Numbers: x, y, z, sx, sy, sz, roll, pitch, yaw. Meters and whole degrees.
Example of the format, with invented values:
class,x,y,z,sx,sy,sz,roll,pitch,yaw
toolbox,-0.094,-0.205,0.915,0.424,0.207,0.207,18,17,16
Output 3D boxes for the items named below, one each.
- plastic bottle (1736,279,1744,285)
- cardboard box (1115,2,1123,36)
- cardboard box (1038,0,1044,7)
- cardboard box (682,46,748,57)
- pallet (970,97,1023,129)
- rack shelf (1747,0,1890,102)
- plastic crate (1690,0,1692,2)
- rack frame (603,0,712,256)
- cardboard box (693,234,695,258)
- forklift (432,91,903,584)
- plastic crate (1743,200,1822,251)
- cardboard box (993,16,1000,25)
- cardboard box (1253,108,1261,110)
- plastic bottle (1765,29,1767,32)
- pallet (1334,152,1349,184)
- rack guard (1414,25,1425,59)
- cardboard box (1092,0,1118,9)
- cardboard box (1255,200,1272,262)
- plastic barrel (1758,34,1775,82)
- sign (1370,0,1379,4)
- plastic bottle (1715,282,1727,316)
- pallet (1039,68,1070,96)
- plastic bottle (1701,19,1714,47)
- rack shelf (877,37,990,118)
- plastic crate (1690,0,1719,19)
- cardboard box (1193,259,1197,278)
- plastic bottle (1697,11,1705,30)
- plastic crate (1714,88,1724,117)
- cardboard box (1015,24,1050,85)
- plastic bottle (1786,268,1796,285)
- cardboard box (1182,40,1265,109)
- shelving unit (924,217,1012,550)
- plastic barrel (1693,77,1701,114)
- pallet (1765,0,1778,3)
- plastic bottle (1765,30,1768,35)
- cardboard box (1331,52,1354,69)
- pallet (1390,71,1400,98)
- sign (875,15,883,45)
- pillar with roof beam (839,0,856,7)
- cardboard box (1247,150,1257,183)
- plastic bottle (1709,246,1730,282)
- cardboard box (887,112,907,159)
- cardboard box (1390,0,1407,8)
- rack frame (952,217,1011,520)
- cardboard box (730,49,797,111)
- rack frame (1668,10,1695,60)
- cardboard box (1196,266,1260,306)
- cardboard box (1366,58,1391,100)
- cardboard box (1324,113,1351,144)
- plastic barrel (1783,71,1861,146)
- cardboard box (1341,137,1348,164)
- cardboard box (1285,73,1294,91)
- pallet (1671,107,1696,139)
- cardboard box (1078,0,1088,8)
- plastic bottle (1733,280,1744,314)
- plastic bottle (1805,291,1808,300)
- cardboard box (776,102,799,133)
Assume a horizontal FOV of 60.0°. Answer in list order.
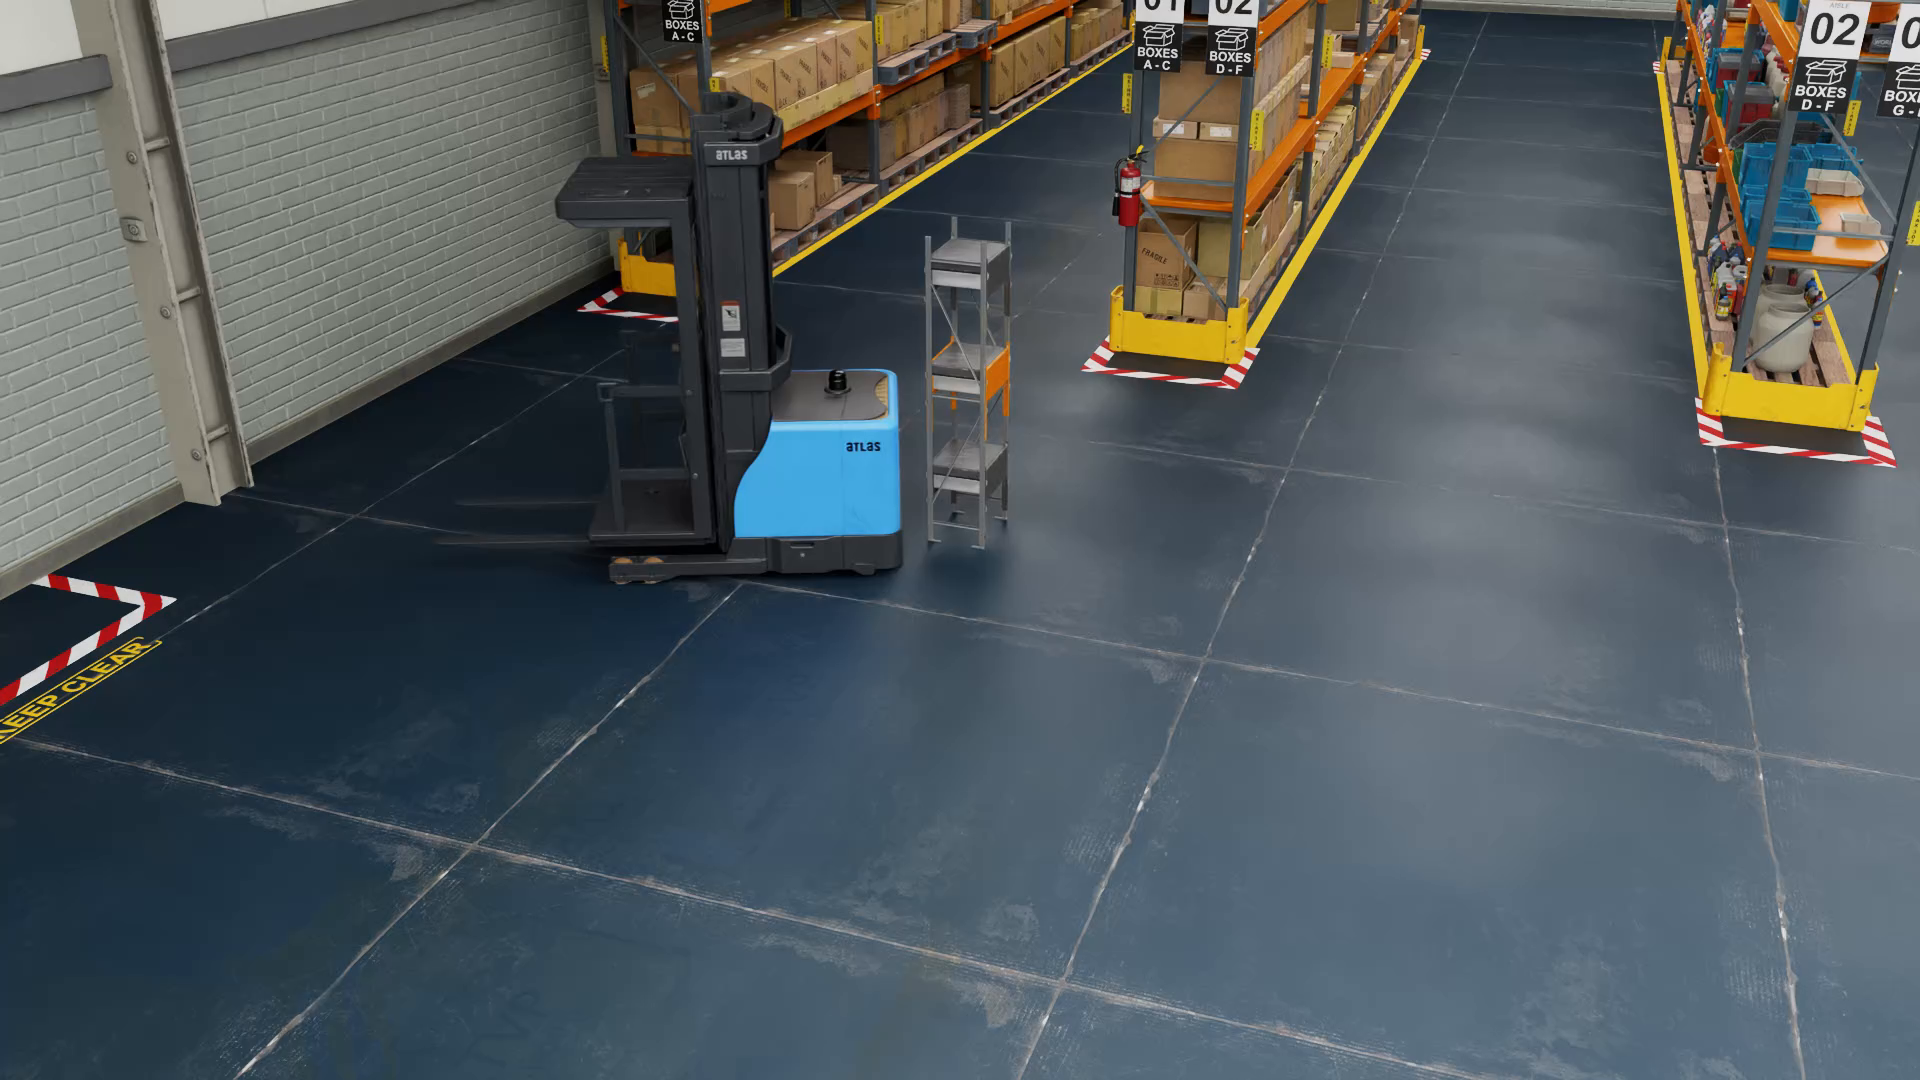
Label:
class,x,y,z,sx,sy,sz,roll,pitch,yaw
plastic bottle,7.123,-2.291,15.246,0.097,0.201,0.097,0,26,0
cardboard box,2.433,-9.082,28.952,0.700,0.500,0.500,9,27,17
cardboard box,1.028,-7.978,24.550,0.380,0.149,0.250,9,27,17
cardboard box,-2.451,-4.667,16.736,0.500,0.500,0.500,8,27,16
pallet,0.243,-6.091,23.587,1.003,0.211,1.213,9,27,17
rack shelf,7.255,-4.157,13.776,1.077,0.370,4.000,9,27,17
plastic crate,10.702,-7.642,23.838,0.437,0.125,0.590,9,27,17
rack frame,-2.753,-3.745,15.543,1.000,3.000,0.127,9,27,17
cardboard box,-2.437,-3.004,16.593,0.500,0.311,0.500,6,26,12
forklift,-1.902,-1.271,10.512,3.031,2.935,1.130,-1,26,-2
plastic crate,6.474,-2.491,13.123,0.499,0.251,0.616,9,27,17
cardboard box,0.330,-7.133,22.805,0.380,0.149,0.250,9,27,18
cardboard box,2.423,-3.707,14.604,0.380,0.149,0.250,9,27,18
plastic bottle,10.231,-6.368,21.107,0.097,0.271,0.097,0,26,0
pallet,4.271,-4.728,20.773,1.003,0.211,1.213,9,27,17
rack guard,7.219,-8.447,28.123,1.175,0.500,0.348,9,27,17
cardboard box,2.478,-9.190,28.430,0.380,0.149,0.250,9,27,19
cardboard box,2.627,-2.919,15.649,0.500,0.500,0.500,9,27,17
plastic barrel,9.383,-5.423,18.852,0.600,0.536,0.708,9,27,17
sign,5.107,-6.758,20.437,0.100,0.325,0.005,9,27,17
plastic bottle,6.809,-2.153,14.867,0.061,0.283,0.133,9,27,19
pallet,1.055,-7.093,25.658,1.003,0.211,1.213,9,27,17
plastic bottle,9.563,-6.462,21.211,0.144,0.351,0.185,9,27,17
rack shelf,-0.756,-5.887,20.792,1.077,0.370,4.000,9,27,17
plastic crate,10.417,-7.501,23.250,0.392,0.384,0.575,9,27,17
cardboard box,1.975,-2.450,15.542,0.500,0.250,0.500,9,27,17
plastic bottle,9.961,-6.948,22.306,0.097,0.271,0.097,0,26,0
plastic crate,8.234,-4.614,17.580,0.450,0.188,0.662,9,27,17
cardboard box,0.854,-7.246,24.759,0.750,0.750,0.750,10,27,19
plastic bottle,7.702,-2.414,15.406,0.061,0.283,0.133,9,27,17
cardboard box,2.275,-4.086,14.643,0.700,0.500,0.500,8,27,16
shelving unit,0.055,-1.013,10.933,0.431,2.100,0.503,9,27,17
plastic barrel,10.386,-6.263,22.670,0.600,0.901,0.708,9,27,17
pallet,7.773,-4.907,14.717,1.213,0.211,1.003,9,27,17
plastic bottle,10.219,-6.340,20.959,0.144,0.351,0.185,9,27,17
cardboard box,4.543,-5.793,20.061,0.380,0.149,0.250,9,27,17
pallet,6.143,-6.987,25.438,1.003,0.211,1.213,9,27,17
sign,-0.907,-5.703,18.594,0.100,0.325,0.005,9,27,17
pillar with roof beam,2.721,-8.700,18.892,9.100,9.000,0.400,9,27,17
cardboard box,2.258,-3.480,14.880,0.700,0.500,0.500,9,27,19
plastic bottle,7.198,-2.609,15.731,0.144,0.351,0.185,8,27,15
cardboard box,-1.068,-4.986,20.470,0.700,0.500,0.500,8,27,16
cardboard box,6.340,-8.175,24.577,0.500,0.500,0.500,9,27,19
rack frame,0.136,-1.113,11.140,0.400,2.100,0.015,9,27,17
cardboard box,-1.959,-4.590,16.576,0.500,0.500,0.500,8,27,16
rack frame,11.914,-8.884,26.156,1.000,3.000,0.127,9,27,17
cardboard box,2.471,-2.374,15.384,0.500,0.250,0.500,9,27,17
cardboard box,5.847,-6.586,23.775,0.500,0.500,0.500,9,27,18
cardboard box,4.473,-5.054,20.277,0.500,0.311,0.500,8,27,17
plastic barrel,8.335,-4.293,16.099,0.600,0.901,0.708,9,27,17
cardboard box,4.469,-4.803,20.402,0.500,0.250,0.500,8,27,17
cardboard box,3.022,-4.448,16.136,0.380,0.149,0.250,9,27,17
pallet,10.287,-5.674,22.726,1.003,0.211,1.213,9,27,17
cardboard box,1.951,-9.039,28.118,0.380,0.149,0.250,9,27,18
plastic bottle,6.998,-2.187,14.936,0.061,0.283,0.133,9,27,17
plastic bottle,7.667,-2.170,14.995,0.097,0.201,0.097,0,26,0
cardboard box,-1.956,-4.265,16.766,0.500,0.250,0.500,8,27,17
